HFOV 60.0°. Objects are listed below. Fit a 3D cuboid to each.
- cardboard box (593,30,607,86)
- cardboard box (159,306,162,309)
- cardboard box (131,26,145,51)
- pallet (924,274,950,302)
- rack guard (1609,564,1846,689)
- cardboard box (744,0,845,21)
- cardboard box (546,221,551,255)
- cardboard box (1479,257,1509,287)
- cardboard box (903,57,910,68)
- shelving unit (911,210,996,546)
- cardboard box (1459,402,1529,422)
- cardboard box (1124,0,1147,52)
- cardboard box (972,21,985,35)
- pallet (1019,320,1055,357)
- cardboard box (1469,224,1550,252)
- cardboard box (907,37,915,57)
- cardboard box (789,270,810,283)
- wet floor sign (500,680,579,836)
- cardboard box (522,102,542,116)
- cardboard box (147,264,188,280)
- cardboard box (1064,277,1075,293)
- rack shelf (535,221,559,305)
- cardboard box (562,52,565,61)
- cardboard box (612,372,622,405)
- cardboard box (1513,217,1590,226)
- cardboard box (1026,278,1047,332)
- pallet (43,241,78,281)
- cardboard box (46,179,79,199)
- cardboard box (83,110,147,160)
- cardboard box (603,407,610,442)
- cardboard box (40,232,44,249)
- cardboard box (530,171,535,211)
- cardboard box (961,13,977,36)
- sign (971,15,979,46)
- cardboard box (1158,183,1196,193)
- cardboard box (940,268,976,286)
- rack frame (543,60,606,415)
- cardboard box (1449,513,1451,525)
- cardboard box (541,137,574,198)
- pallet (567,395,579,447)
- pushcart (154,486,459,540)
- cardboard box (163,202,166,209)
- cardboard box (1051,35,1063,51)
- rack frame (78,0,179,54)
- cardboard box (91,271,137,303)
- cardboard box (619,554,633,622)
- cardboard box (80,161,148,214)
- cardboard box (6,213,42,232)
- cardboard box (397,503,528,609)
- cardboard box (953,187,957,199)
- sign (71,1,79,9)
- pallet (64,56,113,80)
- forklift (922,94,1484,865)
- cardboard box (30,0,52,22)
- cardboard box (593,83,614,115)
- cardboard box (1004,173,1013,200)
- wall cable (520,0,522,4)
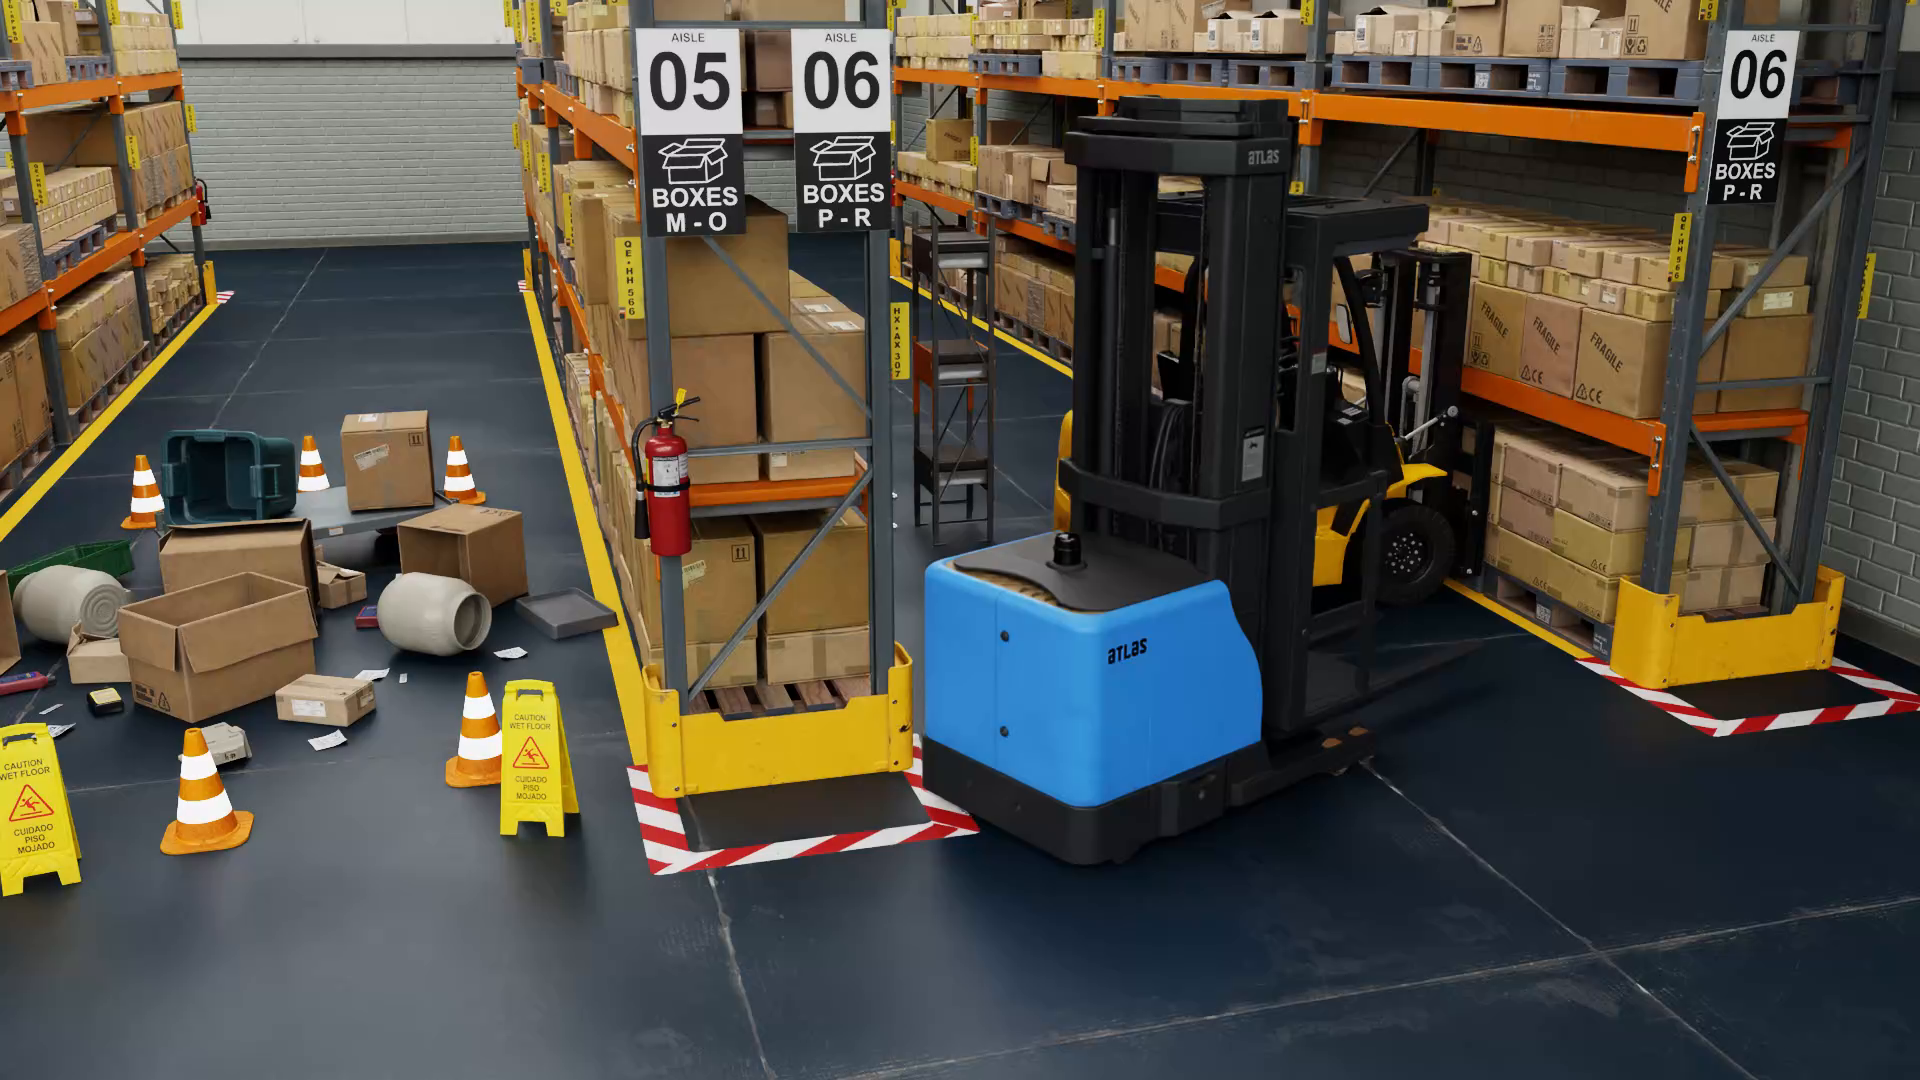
[{"bbox_3d":[-1.469,-2.293,7.900,0.500,0.250,0.500,-4,17,-14],"label":"cardboard box"},{"bbox_3d":[-8.915,-2.449,18.118,0.380,0.149,0.250,-5,17,-16],"label":"cardboard box"},{"bbox_3d":[-8.974,-5.318,17.619,0.500,0.250,0.500,-4,17,-14],"label":"cardboard box"},{"bbox_3d":[0.162,-3.288,21.532,1.003,0.211,1.213,-5,17,-15],"label":"pallet"},{"bbox_3d":[3.993,0.427,8.660,1.175,0.500,0.348,-5,17,-15],"label":"rack guard"},{"bbox_3d":[-0.687,-2.196,6.884,0.380,0.149,0.250,-5,17,-16],"label":"cardboard box"},{"bbox_3d":[-3.528,-2.783,15.265,0.500,0.250,0.500,-4,17,-14],"label":"cardboard box"},{"bbox_3d":[3.246,-1.562,9.635,0.380,0.149,0.250,-5,17,-15],"label":"cardboard box"},{"bbox_3d":[-0.547,-6.412,22.306,0.380,0.149,0.250,-4,17,-14],"label":"cardboard box"},{"bbox_3d":[-0.045,-1.051,10.802,0.431,2.100,0.503,-5,17,-15],"label":"shelving unit"},{"bbox_3d":[3.134,-0.663,10.255,0.500,0.250,0.500,-5,17,-16],"label":"cardboard box"},{"bbox_3d":[1.753,-4.503,14.438,0.500,0.500,0.500,-5,17,-15],"label":"cardboard box"},{"bbox_3d":[0.349,-5.686,18.469,0.380,0.149,0.250,-4,17,-14],"label":"cardboard box"},{"bbox_3d":[1.287,-2.200,17.910,1.003,0.211,1.213,-5,17,-15],"label":"pallet"},{"bbox_3d":[3.258,-1.784,9.858,0.380,0.149,0.250,-4,17,-14],"label":"cardboard box"},{"bbox_3d":[-0.392,-6.426,21.660,0.500,0.250,0.500,-4,17,-14],"label":"cardboard box"},{"bbox_3d":[-1.083,-1.150,8.876,0.500,0.500,0.500,-5,17,-16],"label":"cardboard box"},{"bbox_3d":[-1.762,0.882,6.895,0.267,0.644,0.232,1,17,4],"label":"wet floor sign"},{"bbox_3d":[-4.965,-5.094,19.656,0.380,0.149,0.250,-5,17,-17],"label":"cardboard box"},{"bbox_3d":[-9.180,-3.101,19.255,0.380,0.149,0.250,-4,17,-13],"label":"cardboard box"},{"bbox_3d":[1.274,-2.570,16.781,0.380,0.149,0.250,-5,18,-17],"label":"cardboard box"},{"bbox_3d":[-3.533,-2.804,16.325,1.077,0.370,4.000,-5,17,-15],"label":"rack shelf"},{"bbox_3d":[-2.990,-3.797,13.398,0.396,0.266,0.258,-5,17,-15],"label":"cardboard box"},{"bbox_3d":[-1.668,-0.835,8.953,0.380,0.149,0.250,-5,17,-15],"label":"cardboard box"},{"bbox_3d":[3.626,-1.890,10.212,0.380,0.149,0.250,-4,17,-14],"label":"cardboard box"},{"bbox_3d":[1.030,-2.519,17.740,0.500,0.500,0.500,-5,18,-17],"label":"cardboard box"},{"bbox_3d":[-8.014,-2.273,13.640,1.213,0.211,1.003,-5,17,-15],"label":"pallet"},{"bbox_3d":[-8.084,-3.118,14.791,0.380,0.149,0.250,-5,17,-16],"label":"cardboard box"},{"bbox_3d":[-8.862,-4.238,17.419,0.500,0.500,0.500,-5,18,-17],"label":"cardboard box"},{"bbox_3d":[-1.862,-0.678,9.612,0.380,0.149,0.250,-4,17,-13],"label":"cardboard box"},{"bbox_3d":[-7.644,-2.397,13.425,0.380,0.149,0.250,-5,17,-16],"label":"cardboard box"},{"bbox_3d":[-4.603,-4.000,18.881,0.500,0.500,0.500,-5,17,-17],"label":"cardboard box"},{"bbox_3d":[0.318,-5.963,19.250,0.500,0.250,0.500,-5,17,-15],"label":"cardboard box"},{"bbox_3d":[0.169,-5.735,18.717,0.100,0.325,0.005,-5,17,-15],"label":"sign"},{"bbox_3d":[1.846,-3.022,14.498,0.380,0.149,0.250,-4,17,-15],"label":"cardboard box"},{"bbox_3d":[0.149,-3.503,21.014,0.700,0.500,0.500,-5,18,-17],"label":"cardboard box"},{"bbox_3d":[-2.984,-2.596,14.380,1.000,3.000,0.127,-5,17,-15],"label":"rack frame"},{"bbox_3d":[3.133,-0.185,10.403,0.500,0.250,0.500,-4,17,-13],"label":"cardboard box"},{"bbox_3d":[-3.526,-3.386,15.099,0.500,0.500,0.500,-4,17,-14],"label":"cardboard box"},{"bbox_3d":[-2.770,-1.044,14.061,1.003,0.211,1.213,-5,17,-15],"label":"pallet"},{"bbox_3d":[-4.063,-0.039,10.427,1.648,0.377,0.936,-12,20,-34],"label":"pushcart"},{"bbox_3d":[-9.283,-3.838,18.952,0.380,0.149,0.250,-5,18,-18],"label":"cardboard box"},{"bbox_3d":[1.130,-4.982,16.677,0.380,0.149,0.250,-4,17,-14],"label":"cardboard box"},{"bbox_3d":[-9.914,-7.263,19.488,1.000,3.000,0.127,-5,17,-15],"label":"rack frame"},{"bbox_3d":[-8.367,-2.460,16.239,0.500,0.250,0.500,-5,17,-17],"label":"cardboard box"},{"bbox_3d":[-1.550,0.242,8.981,0.500,0.250,0.500,-5,18,-17],"label":"cardboard box"},{"bbox_3d":[-8.709,-3.630,17.132,0.500,0.500,0.500,-5,17,-16],"label":"cardboard box"},{"bbox_3d":[-7.655,-2.549,13.415,0.380,0.149,0.250,-4,17,-13],"label":"cardboard box"},{"bbox_3d":[-2.898,0.111,9.711,0.500,0.500,0.500,7,18,23],"label":"cardboard box"},{"bbox_3d":[0.125,-4.259,20.352,0.380,0.149,0.250,-4,17,-14],"label":"cardboard box"},{"bbox_3d":[-10.436,-6.202,19.650,0.100,0.325,0.005,-5,17,-15],"label":"sign"},{"bbox_3d":[-8.747,-4.450,15.666,1.213,0.211,1.003,-5,17,-15],"label":"pallet"},{"bbox_3d":[1.285,-0.452,7.361,3.031,2.935,1.130,-14,22,-38],"label":"forklift"},{"bbox_3d":[-8.516,-4.532,14.703,0.797,0.503,0.637,-5,17,-16],"label":"cardboard box"},{"bbox_3d":[-1.617,-2.197,8.275,0.380,0.149,0.250,-5,17,-16],"label":"cardboard box"},{"bbox_3d":[0.701,-3.818,17.952,0.396,0.266,0.258,-4,17,-13],"label":"cardboard box"},{"bbox_3d":[-7.016,-9.233,26.047,0.463,3.000,0.029,-5,17,-15],"label":"wall cable"}]
